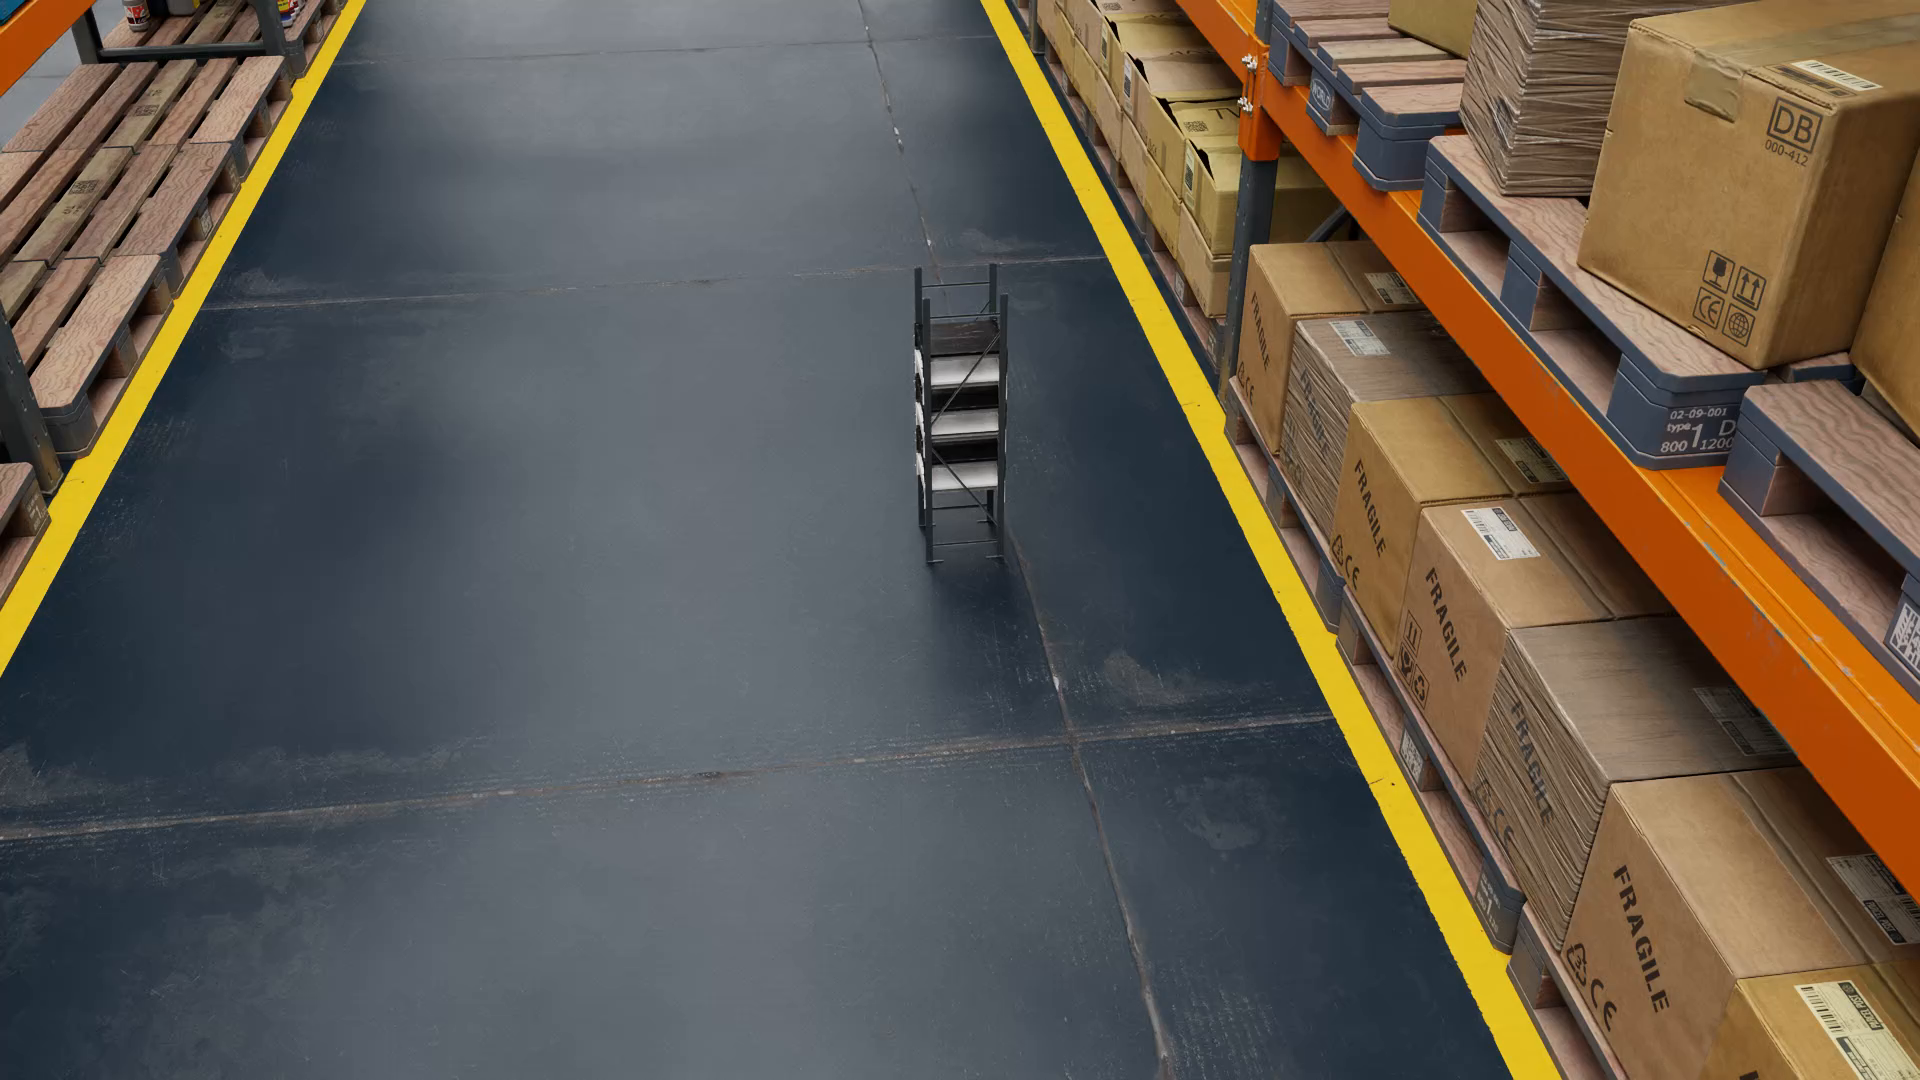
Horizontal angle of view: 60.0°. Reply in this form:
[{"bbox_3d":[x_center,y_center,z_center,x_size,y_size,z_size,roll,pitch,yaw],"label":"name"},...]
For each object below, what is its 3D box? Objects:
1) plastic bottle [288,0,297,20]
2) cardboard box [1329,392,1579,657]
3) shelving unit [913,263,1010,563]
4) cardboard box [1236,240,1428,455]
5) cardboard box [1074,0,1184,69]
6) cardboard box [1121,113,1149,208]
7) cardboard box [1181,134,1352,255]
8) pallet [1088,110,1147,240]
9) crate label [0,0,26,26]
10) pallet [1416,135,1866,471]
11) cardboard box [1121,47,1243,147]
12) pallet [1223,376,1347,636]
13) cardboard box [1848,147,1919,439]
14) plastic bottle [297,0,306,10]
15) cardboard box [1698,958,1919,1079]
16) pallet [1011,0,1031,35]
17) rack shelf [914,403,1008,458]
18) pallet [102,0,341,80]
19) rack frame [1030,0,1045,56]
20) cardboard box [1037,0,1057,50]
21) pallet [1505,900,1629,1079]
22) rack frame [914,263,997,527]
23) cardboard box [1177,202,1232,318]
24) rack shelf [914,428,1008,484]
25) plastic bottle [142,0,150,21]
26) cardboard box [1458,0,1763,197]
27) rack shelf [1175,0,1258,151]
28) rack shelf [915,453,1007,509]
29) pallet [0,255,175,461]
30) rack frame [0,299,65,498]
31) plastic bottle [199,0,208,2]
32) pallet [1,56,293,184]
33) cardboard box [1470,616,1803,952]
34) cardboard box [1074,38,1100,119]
[{"bbox_3d":[-3.639,-2.902,8.939,0.097,0.201,0.097,0,34,0],"label":"plastic bottle"},{"bbox_3d":[1.347,-0.051,4.491,0.500,0.500,0.500,-5,35,-7],"label":"cardboard box"},{"bbox_3d":[0.001,-0.367,4.990,0.258,0.900,0.210,-4,35,-6],"label":"shelving unit"},{"bbox_3d":[1.208,-0.623,5.330,0.500,0.500,0.500,-3,34,-4],"label":"cardboard box"},{"bbox_3d":[0.834,-2.433,7.728,0.500,0.311,0.500,-5,35,-8],"label":"cardboard box"},{"bbox_3d":[0.980,-1.631,7.048,0.500,0.250,0.500,-4,34,-5],"label":"cardboard box"},{"bbox_3d":[1.116,-1.293,6.054,0.500,0.311,0.500,-3,34,-5],"label":"cardboard box"},{"bbox_3d":[1.197,-1.739,7.615,1.003,0.211,1.213,-4,35,-6],"label":"pallet"},{"bbox_3d":[-3.344,-1.967,5.441,0.502,0.435,0.616,-4,35,-6],"label":"crate label"},{"bbox_3d":[1.696,-0.586,3.617,1.003,0.211,1.213,-4,35,-6],"label":"pallet"},{"bbox_3d":[0.974,-1.864,6.893,0.500,0.311,0.500,-5,35,-7],"label":"cardboard box"},{"bbox_3d":[1.493,-0.178,5.324,1.003,0.211,1.213,-4,35,-6],"label":"pallet"},{"bbox_3d":[1.971,-0.393,2.701,0.700,0.500,0.500,1,34,1],"label":"cardboard box"},{"bbox_3d":[-3.696,-3.055,9.097,0.152,0.276,0.135,-3,34,-5],"label":"plastic bottle"},{"bbox_3d":[1.618,1.080,2.831,0.500,0.500,0.500,-5,35,-7],"label":"cardboard box"},{"bbox_3d":[0.827,-3.277,9.871,1.003,0.211,1.213,-4,35,-6],"label":"pallet"},{"bbox_3d":[0.001,-0.340,5.009,0.258,0.077,0.200,-4,35,-6],"label":"rack shelf"},{"bbox_3d":[-4.066,-2.835,9.222,1.003,0.211,1.213,-4,35,-6],"label":"pallet"},{"bbox_3d":[0.892,-3.982,8.430,1.000,3.000,0.127,-4,35,-6],"label":"rack frame"},{"bbox_3d":[0.701,-2.776,8.728,0.500,0.250,0.500,-5,35,-8],"label":"cardboard box"},{"bbox_3d":[1.821,1.183,3.326,1.003,0.211,1.213,-4,35,-6],"label":"pallet"},{"bbox_3d":[-0.013,-0.424,5.073,0.240,0.900,0.006,-4,35,-6],"label":"rack frame"},{"bbox_3d":[1.118,-1.063,6.214,0.500,0.250,0.500,-4,34,-5],"label":"cardboard box"},{"bbox_3d":[0.001,-0.265,5.059,0.258,0.077,0.200,-4,35,-6],"label":"rack shelf"},{"bbox_3d":[-4.408,-2.912,8.881,0.061,0.283,0.133,-3,34,-4],"label":"plastic bottle"},{"bbox_3d":[1.560,-1.097,3.735,0.700,0.500,0.500,2,34,3],"label":"cardboard box"},{"bbox_3d":[1.161,-2.569,6.995,1.077,0.370,4.000,-4,35,-6],"label":"rack shelf"},{"bbox_3d":[0.001,-0.191,5.110,0.258,0.077,0.200,-4,35,-6],"label":"rack shelf"},{"bbox_3d":[-3.544,-0.660,6.031,1.003,0.211,1.213,-4,35,-6],"label":"pallet"},{"bbox_3d":[-3.479,-1.377,4.607,1.000,3.000,0.127,-4,35,-6],"label":"rack frame"},{"bbox_3d":[-4.271,-3.135,9.215,0.152,0.276,0.135,-4,35,-6],"label":"plastic bottle"},{"bbox_3d":[-3.872,-2.022,8.029,1.003,0.211,1.213,-4,35,-6],"label":"pallet"},{"bbox_3d":[1.493,0.523,3.648,0.500,0.500,0.500,-4,34,-6],"label":"cardboard box"},{"bbox_3d":[0.841,-2.201,7.886,0.500,0.250,0.500,-5,35,-8],"label":"cardboard box"}]
